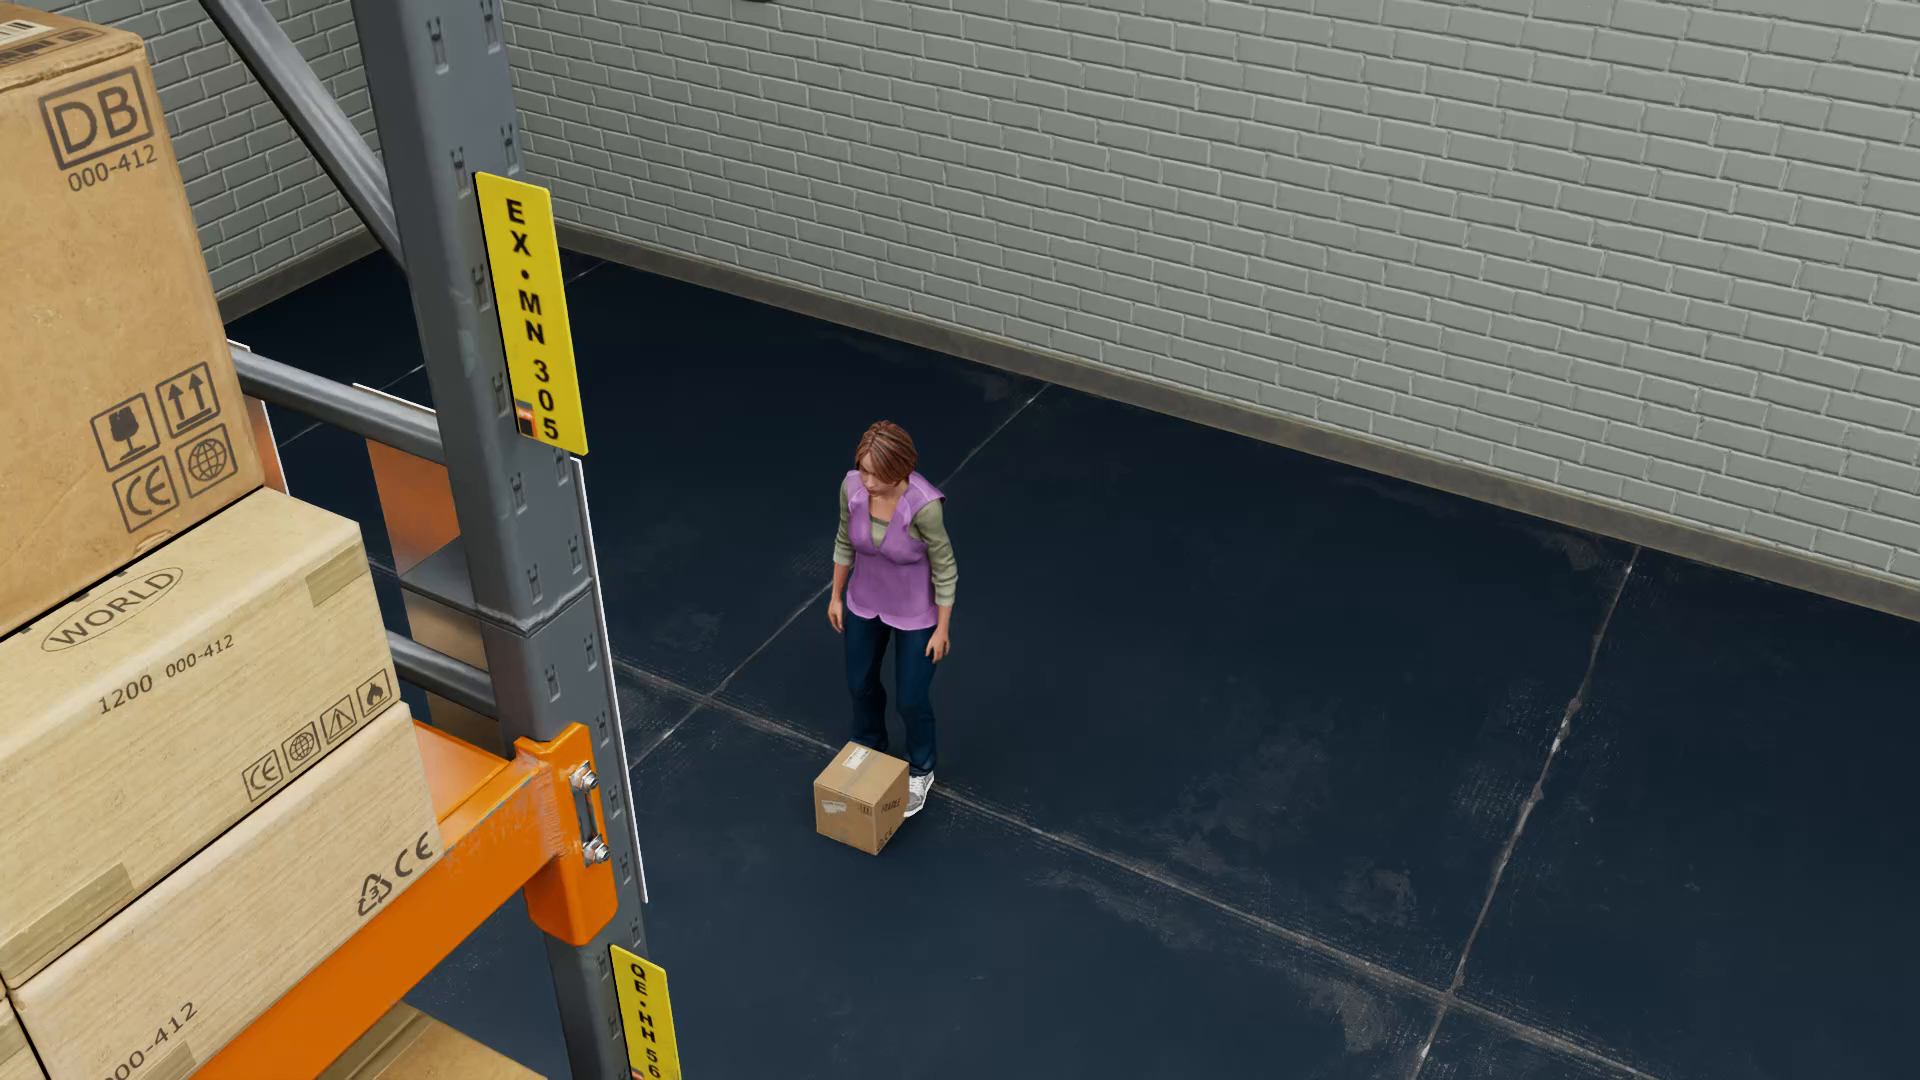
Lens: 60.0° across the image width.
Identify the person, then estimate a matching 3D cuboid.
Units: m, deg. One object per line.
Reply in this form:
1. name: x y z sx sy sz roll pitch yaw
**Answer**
1. person: -0.236 0.258 5.778 0.483 1.594 0.340 16 38 22
